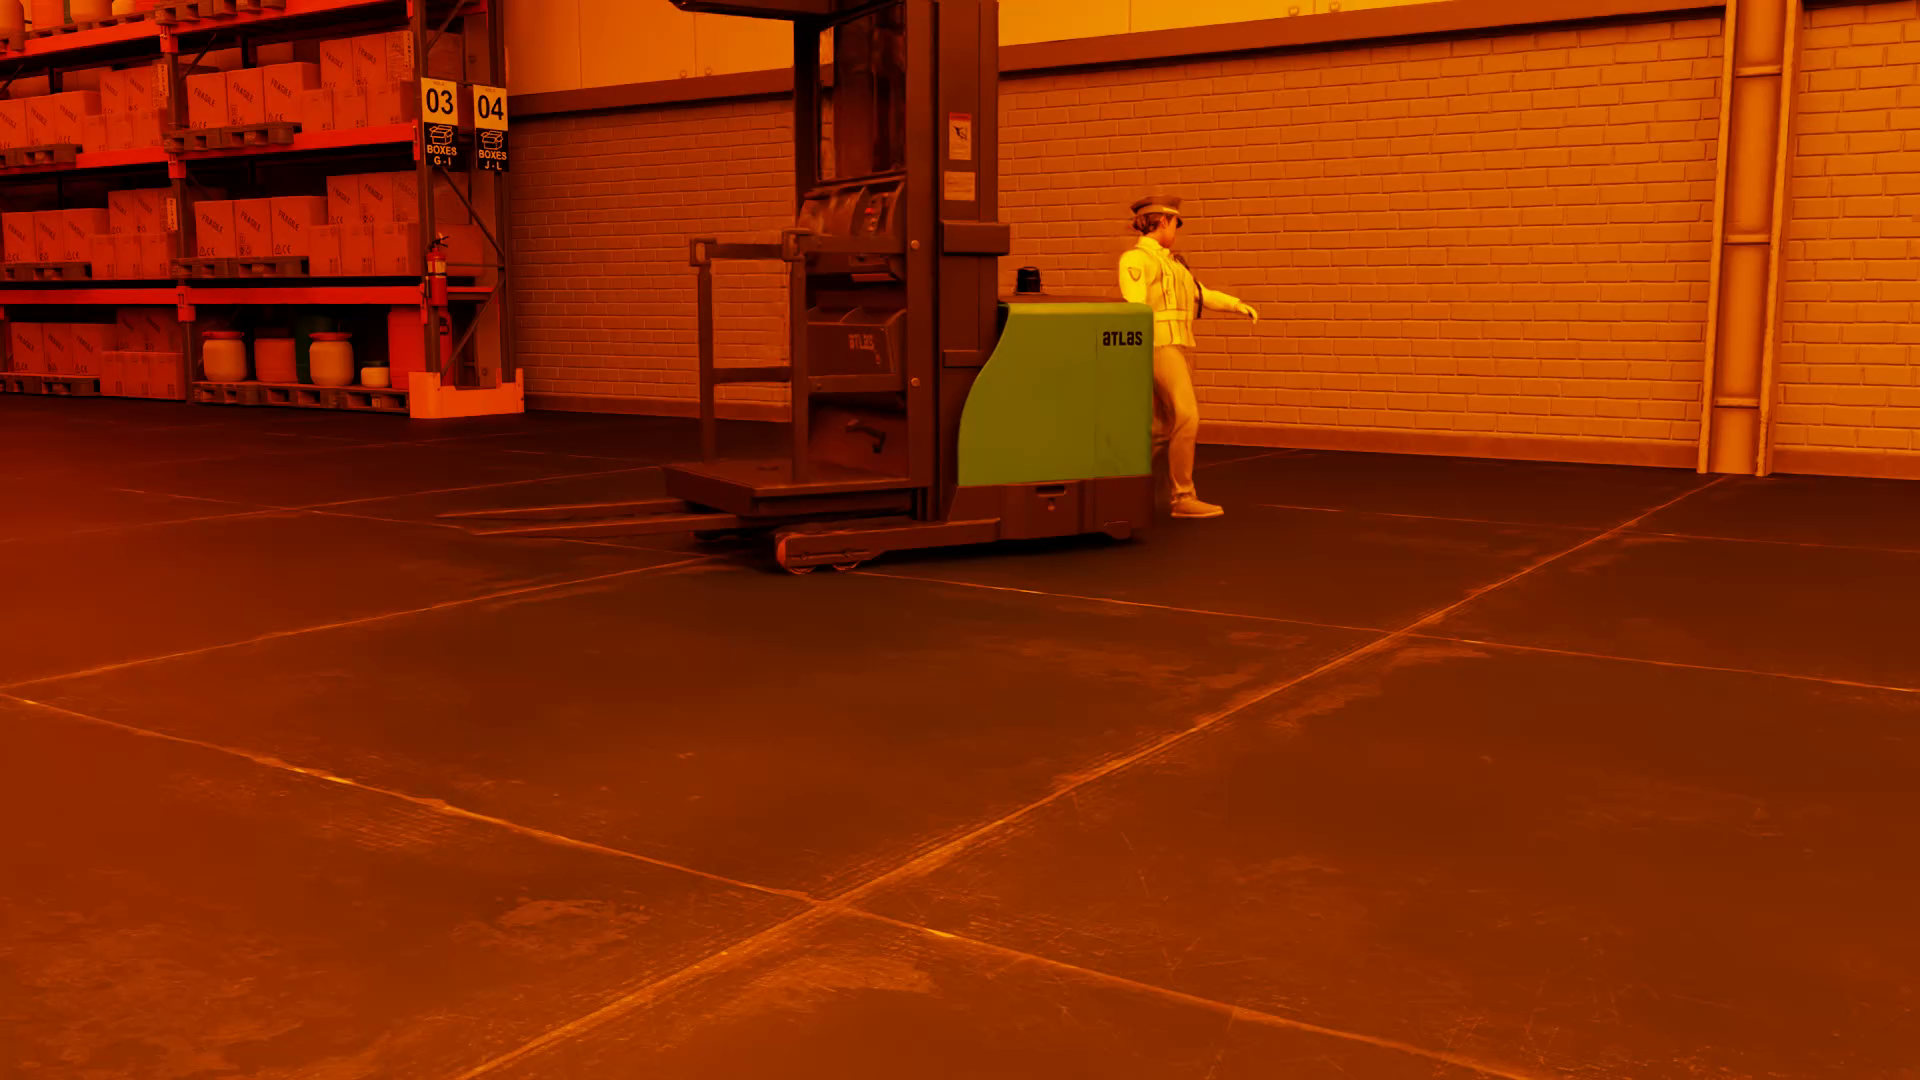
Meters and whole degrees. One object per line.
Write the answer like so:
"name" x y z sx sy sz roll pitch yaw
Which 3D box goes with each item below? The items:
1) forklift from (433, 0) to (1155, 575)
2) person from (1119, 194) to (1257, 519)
"forklift" -0.654 -1.397 7.013 3.031 2.935 1.130 -5 9 -30
"person" 1.023 -0.907 8.176 0.859 1.569 0.692 4 9 23
